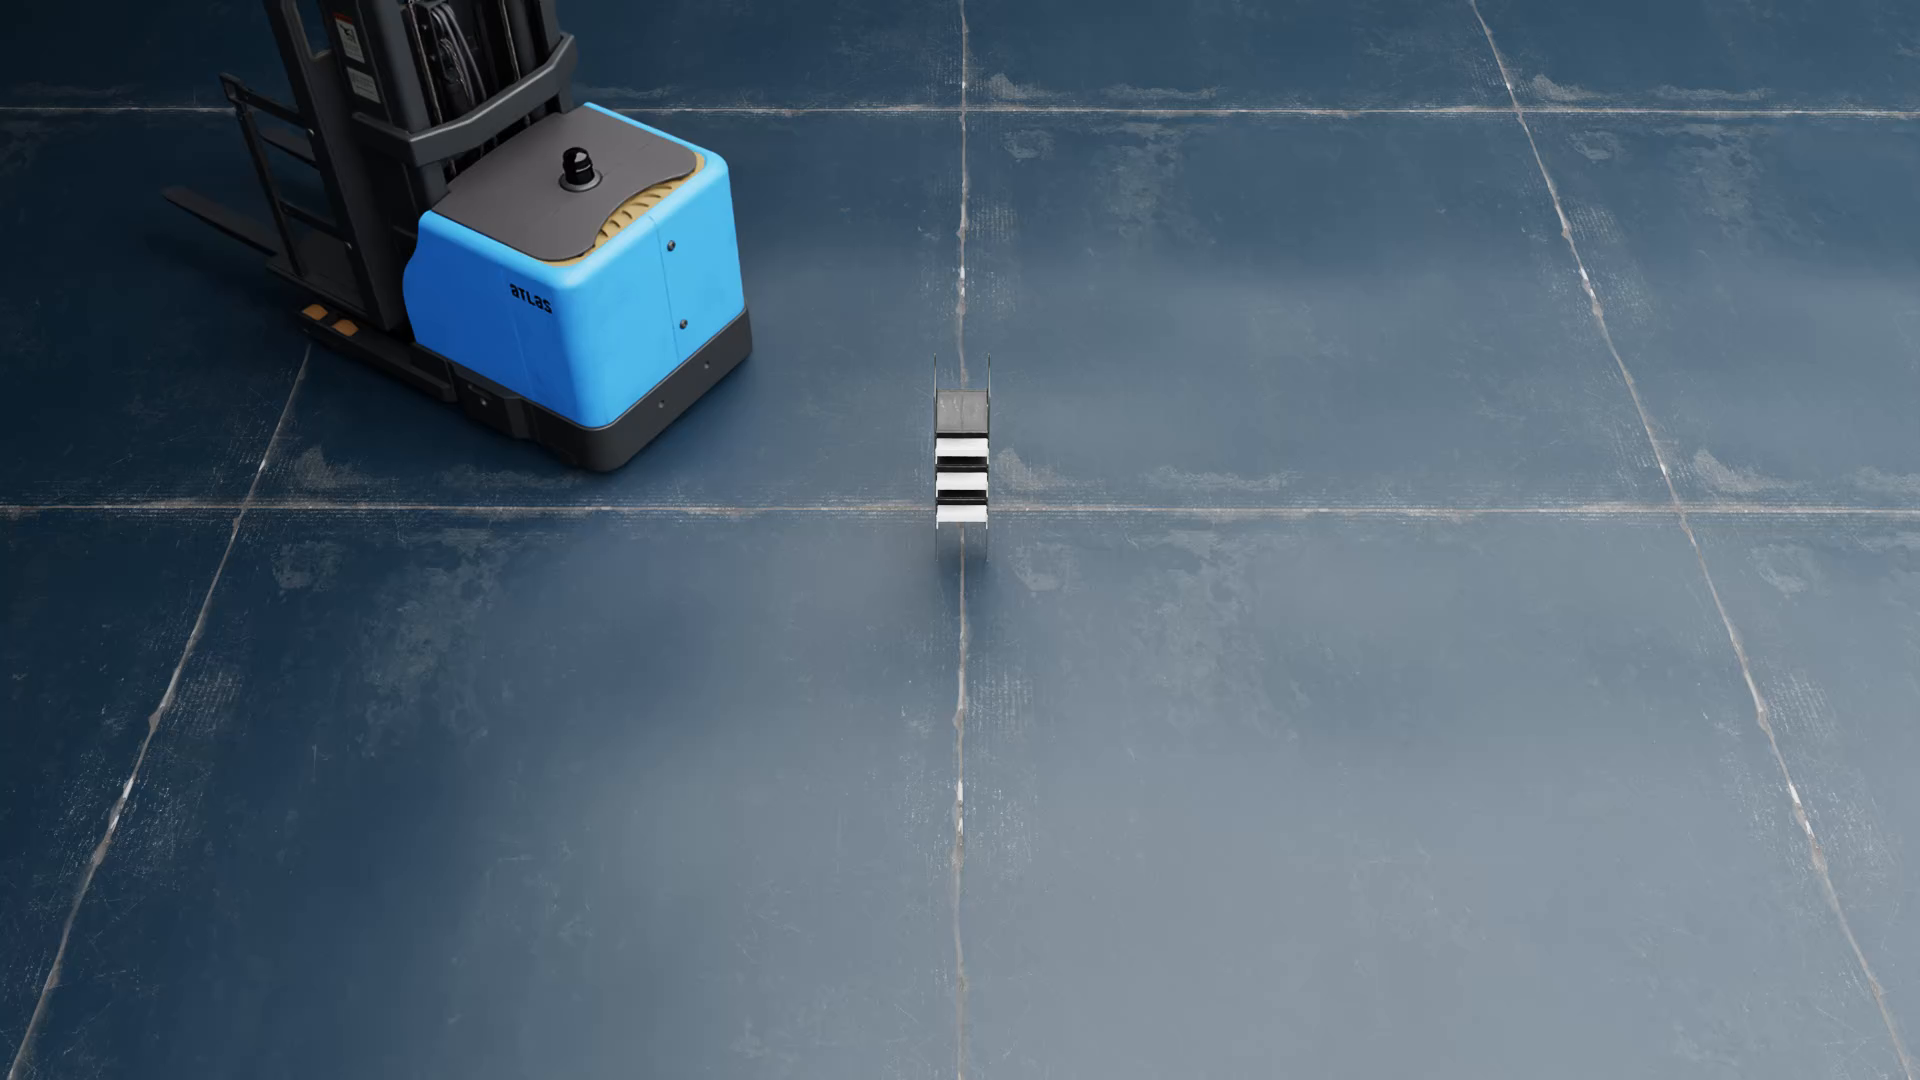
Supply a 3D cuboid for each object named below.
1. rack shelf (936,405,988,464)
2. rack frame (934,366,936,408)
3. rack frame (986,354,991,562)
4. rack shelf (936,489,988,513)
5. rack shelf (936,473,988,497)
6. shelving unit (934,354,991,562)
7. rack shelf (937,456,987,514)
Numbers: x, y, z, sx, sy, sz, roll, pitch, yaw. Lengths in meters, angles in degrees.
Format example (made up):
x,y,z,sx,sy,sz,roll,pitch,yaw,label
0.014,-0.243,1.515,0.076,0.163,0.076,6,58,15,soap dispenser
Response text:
x,y,z,sx,sy,sz,roll,pitch,yaw,label
0.008,-0.406,6.394,0.200,0.077,0.258,0,47,0,rack shelf
-0.094,-0.306,6.501,0.003,0.785,0.228,0,47,0,rack frame
0.110,-0.306,6.501,0.006,0.900,0.240,0,47,0,rack frame
0.008,-0.223,6.592,0.200,0.077,0.258,0,47,0,rack shelf
0.008,-0.284,6.526,0.200,0.077,0.258,0,47,0,rack shelf
0.009,-0.307,6.501,0.208,0.900,0.258,0,47,0,shelving unit
0.008,-0.272,6.538,0.190,0.281,0.221,0,47,0,rack shelf
